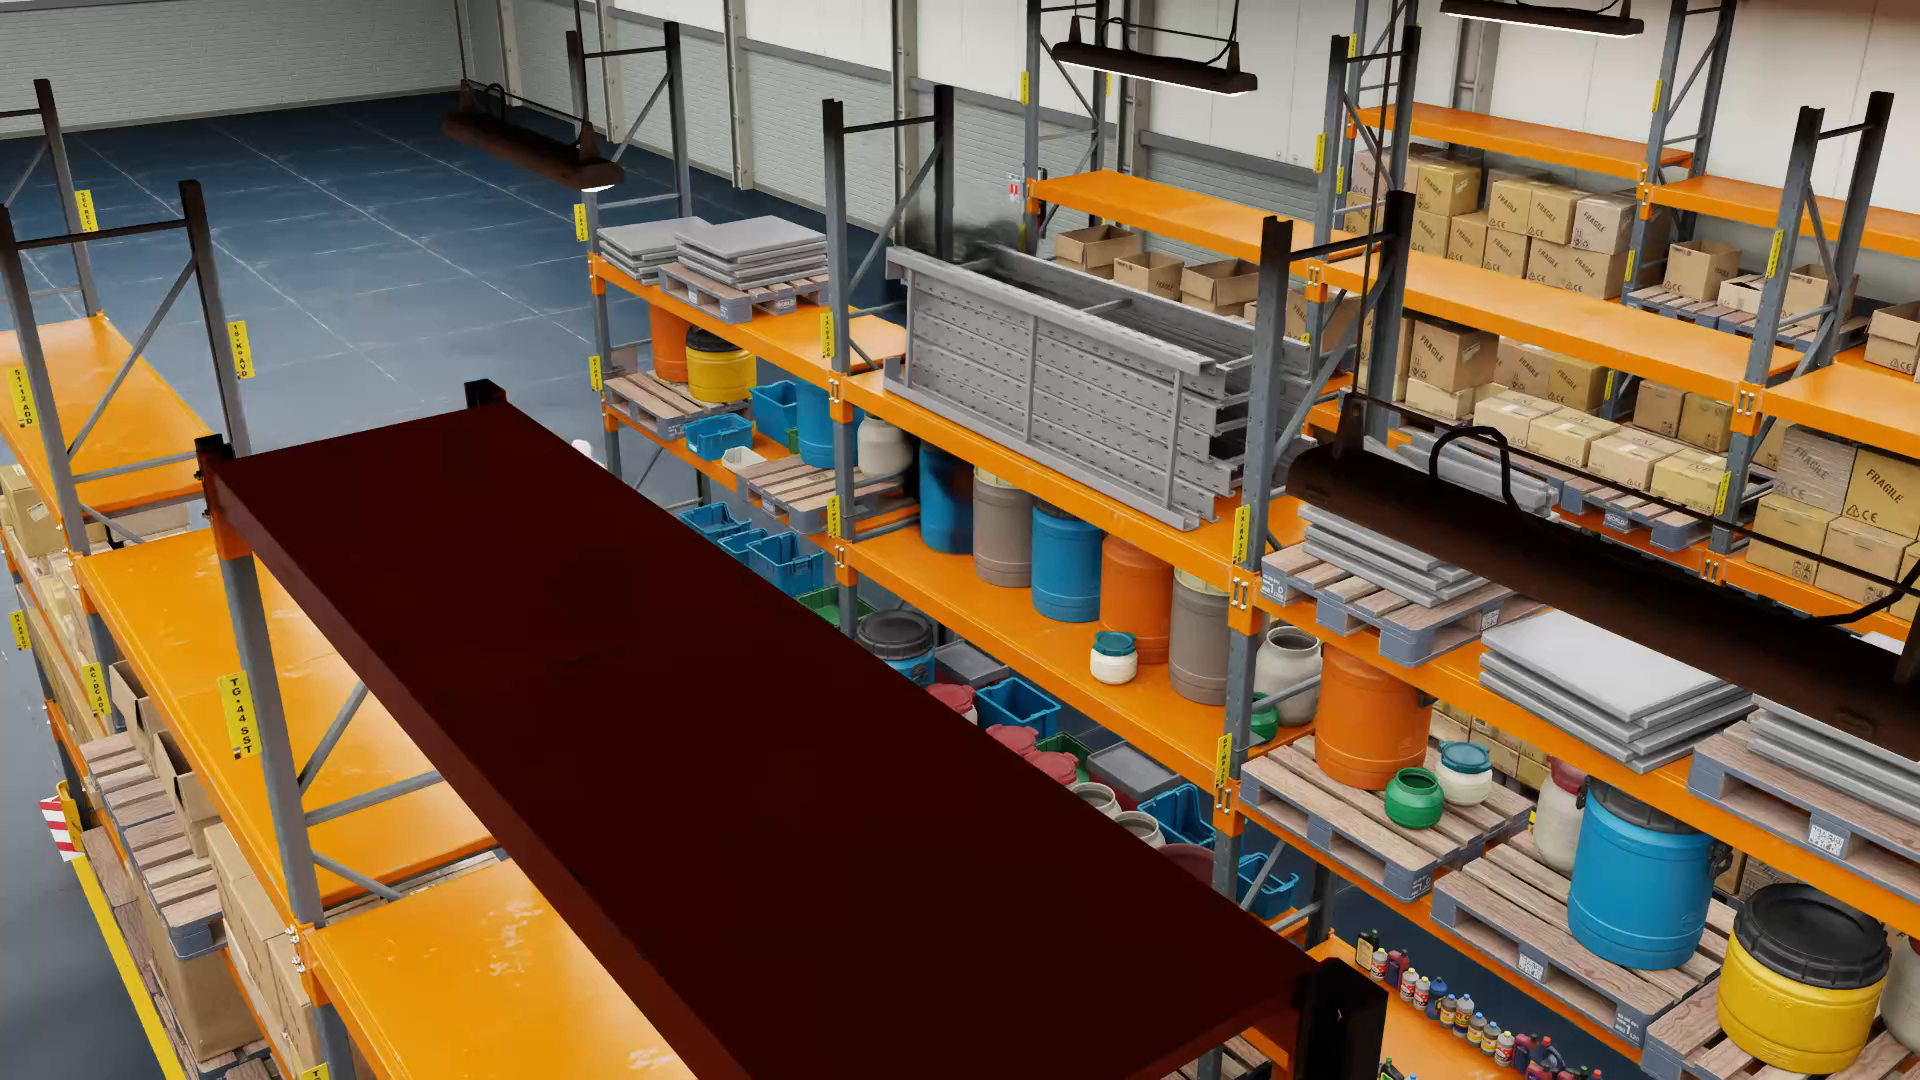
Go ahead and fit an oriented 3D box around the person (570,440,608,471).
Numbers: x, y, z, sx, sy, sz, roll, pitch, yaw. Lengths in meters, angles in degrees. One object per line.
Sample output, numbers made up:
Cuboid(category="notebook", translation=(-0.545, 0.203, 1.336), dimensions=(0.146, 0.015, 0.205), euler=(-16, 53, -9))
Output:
Cuboid(category="person", translation=(-3.853, -0.244, 17.442), dimensions=(0.817, 1.744, 0.578), euler=(-4, 25, -8))
